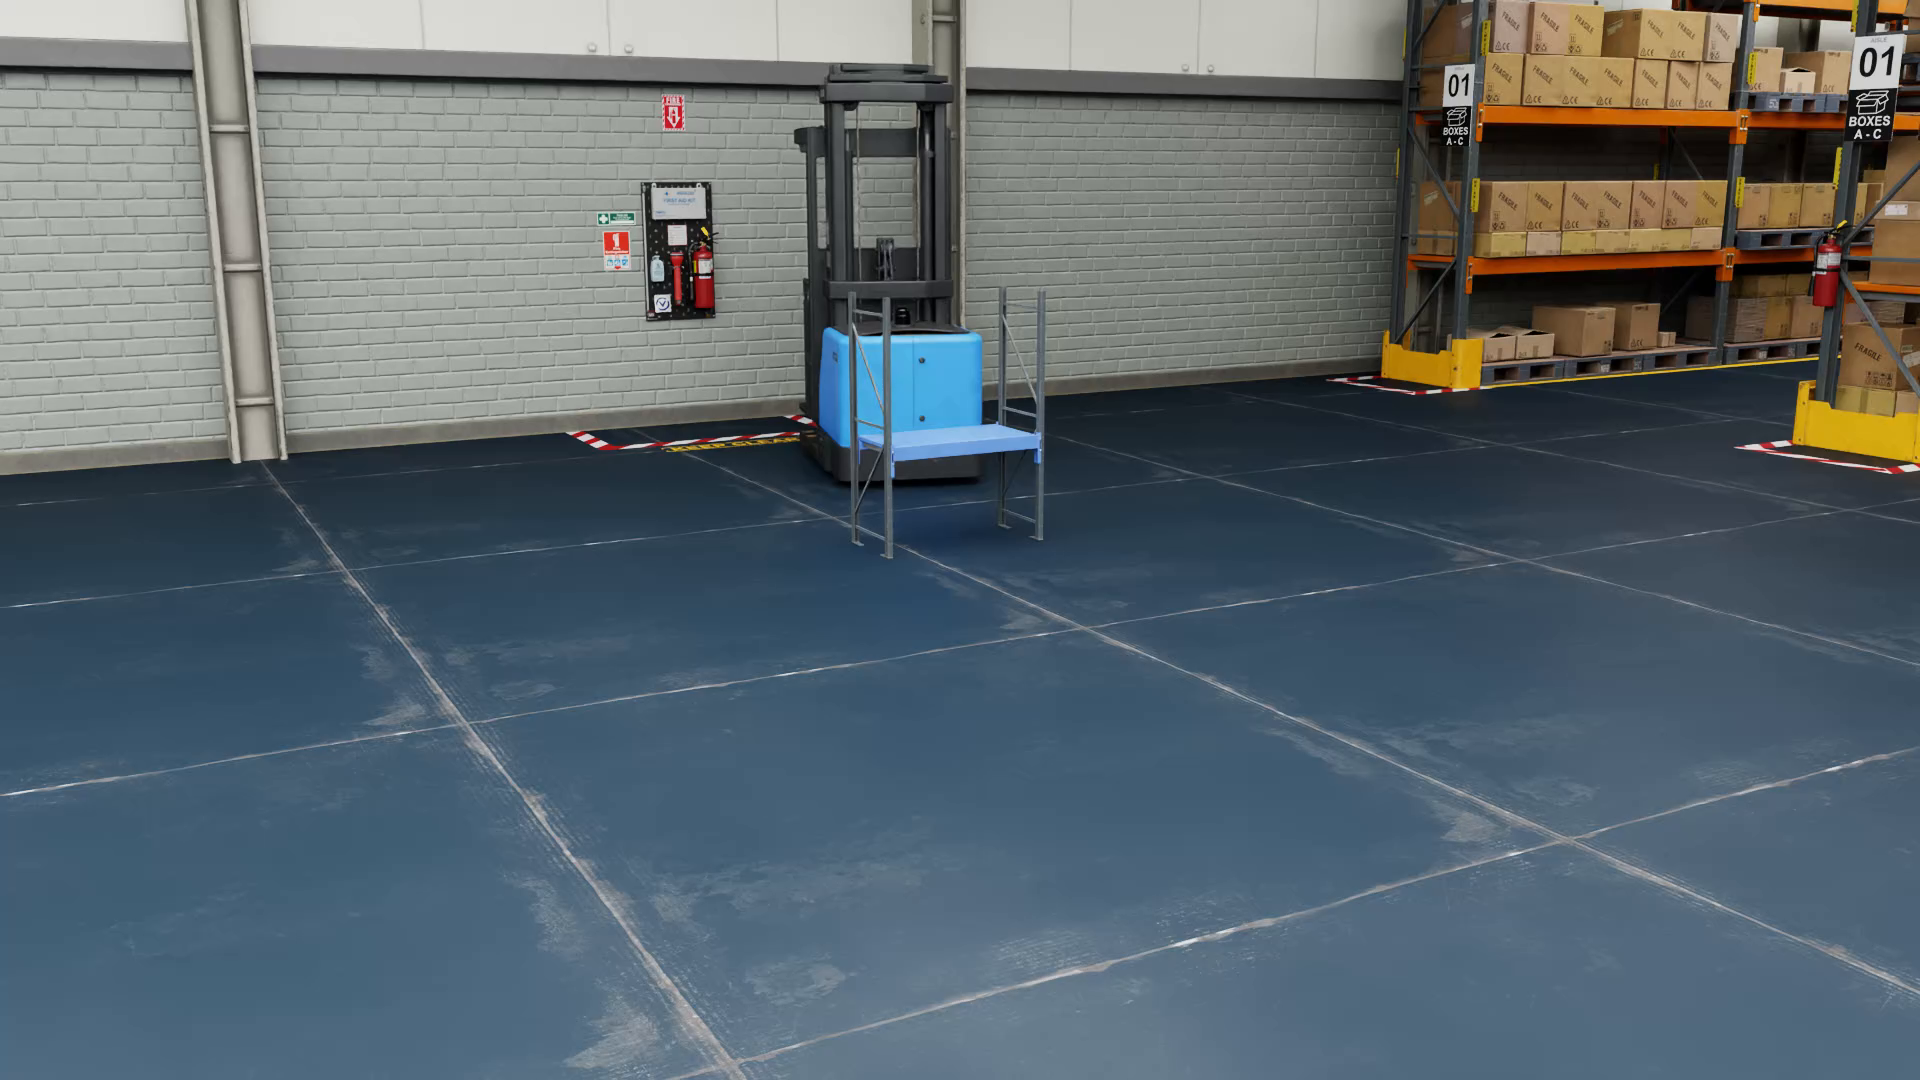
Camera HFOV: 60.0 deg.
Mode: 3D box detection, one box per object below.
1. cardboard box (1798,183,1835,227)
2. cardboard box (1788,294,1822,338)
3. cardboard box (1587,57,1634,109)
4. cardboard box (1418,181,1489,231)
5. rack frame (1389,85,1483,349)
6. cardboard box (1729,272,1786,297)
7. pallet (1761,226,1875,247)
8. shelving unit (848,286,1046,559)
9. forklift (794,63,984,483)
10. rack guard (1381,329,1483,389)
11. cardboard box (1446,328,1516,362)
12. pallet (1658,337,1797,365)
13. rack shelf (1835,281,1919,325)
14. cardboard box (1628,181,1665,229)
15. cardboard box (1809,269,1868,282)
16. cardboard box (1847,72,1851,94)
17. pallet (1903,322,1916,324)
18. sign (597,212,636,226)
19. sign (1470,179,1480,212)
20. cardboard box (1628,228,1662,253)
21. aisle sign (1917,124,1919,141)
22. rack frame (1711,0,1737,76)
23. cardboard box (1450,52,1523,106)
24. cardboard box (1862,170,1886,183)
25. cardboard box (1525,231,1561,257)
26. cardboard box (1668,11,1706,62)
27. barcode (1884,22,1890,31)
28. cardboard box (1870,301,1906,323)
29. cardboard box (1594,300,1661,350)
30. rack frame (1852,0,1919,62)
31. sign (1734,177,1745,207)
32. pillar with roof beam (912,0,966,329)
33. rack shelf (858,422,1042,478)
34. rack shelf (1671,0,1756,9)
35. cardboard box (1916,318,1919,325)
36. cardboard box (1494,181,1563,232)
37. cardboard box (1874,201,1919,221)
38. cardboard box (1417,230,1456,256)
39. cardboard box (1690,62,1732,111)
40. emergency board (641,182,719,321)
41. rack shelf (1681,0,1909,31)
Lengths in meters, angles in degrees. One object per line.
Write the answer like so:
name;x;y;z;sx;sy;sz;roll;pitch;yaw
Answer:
cardboard box;9.907;-3.985;19.757;0.500;0.500;0.700;-5;14;-20
cardboard box;9.922;-2.728;20.090;0.500;0.500;0.700;-7;14;-27
cardboard box;6.692;-4.796;17.483;0.500;0.500;0.500;-6;14;-24
cardboard box;5.188;-3.515;17.482;0.500;0.500;0.500;-7;14;-28
rack frame;4.876;-3.122;17.148;0.127;3.000;1.000;-7;14;-28
cardboard box;9.410;-3.031;19.729;0.500;0.250;0.500;-7;15;-29
pallet;10.180;-3.653;19.948;1.213;0.211;1.003;-7;14;-28
shelving unit;-0.075;-0.723;9.905;1.048;1.500;0.538;-7;14;-28
forklift;-0.660;-2.109;12.806;1.130;2.935;3.031;-3;13;-13
rack guard;4.943;-1.910;17.458;0.348;0.500;1.175;-7;14;-28
cardboard box;5.526;-2.080;17.641;0.500;0.311;0.500;-9;15;-34
pallet;9.070;-2.264;19.689;1.213;0.211;1.003;-7;14;-28
rack shelf;9.008;-2.027;13.921;4.000;0.370;1.077;-7;14;-28
cardboard box;7.238;-3.631;17.999;0.500;0.500;0.500;-7;15;-29
cardboard box;10.761;-3.190;20.437;0.500;0.250;0.500;-7;14;-27
cardboard box;10.716;-5.368;20.018;0.637;0.503;0.797;-5;14;-20
pallet;12.626;-2.671;21.498;1.213;0.211;1.003;-7;14;-28
sign;-2.904;-2.714;14.051;0.331;0.109;0.001;-7;14;-28
sign;5.136;-3.439;16.588;0.005;0.325;0.100;-7;14;-28
cardboard box;7.241;-3.264;18.077;0.500;0.250;0.500;-7;14;-28
aisle sign;7.342;-3.370;12.329;0.004;0.787;0.394;-7;14;-28
rack frame;8.389;-6.469;18.356;0.053;2.616;0.949;-7;14;-28
cardboard box;5.289;-4.630;16.747;0.500;0.500;0.500;-6;14;-26
cardboard box;11.334;-4.464;20.407;0.250;0.149;0.380;-10;16;-37
cardboard box;5.905;-3.106;17.373;0.500;0.250;0.500;-7;15;-30
cardboard box;7.599;-5.387;17.832;0.500;0.500;0.500;-6;14;-25
barcode;7.287;-4.039;13.069;0.075;0.075;0.001;-7;14;-28
cardboard box;11.291;-2.872;20.732;0.500;0.500;0.700;-7;14;-27
cardboard box;7.495;-2.421;18.724;0.500;0.500;0.500;-8;15;-32
rack frame;7.253;-5.094;12.249;0.127;3.000;1.000;-7;14;-28
sign;8.654;-3.861;18.461;0.005;0.325;0.100;-7;14;-28
pillar with roof beam;1.872;-4.828;11.066;0.400;9.000;9.100;-7;14;-28
rack shelf;-0.075;-0.547;9.944;1.000;0.185;0.538;-7;14;-28
rack shelf;6.632;-5.906;17.503;4.000;0.370;1.077;-7;14;-28
cardboard box;8.452;-1.618;14.067;0.500;0.500;0.500;-7;14;-28
cardboard box;5.878;-3.466;17.268;0.500;0.500;0.500;-7;14;-28
cardboard box;7.497;-2.609;13.167;0.250;0.149;0.380;-7;15;-29
cardboard box;5.193;-3.145;17.547;0.500;0.250;0.500;-7;14;-27
cardboard box;8.060;-4.963;18.226;0.500;0.500;0.500;-6;14;-26
emergency board;-2.378;-2.478;14.288;0.643;1.169;0.194;-7;14;-28
rack shelf;10.142;-6.133;19.417;4.000;0.370;1.077;-7;14;-28
